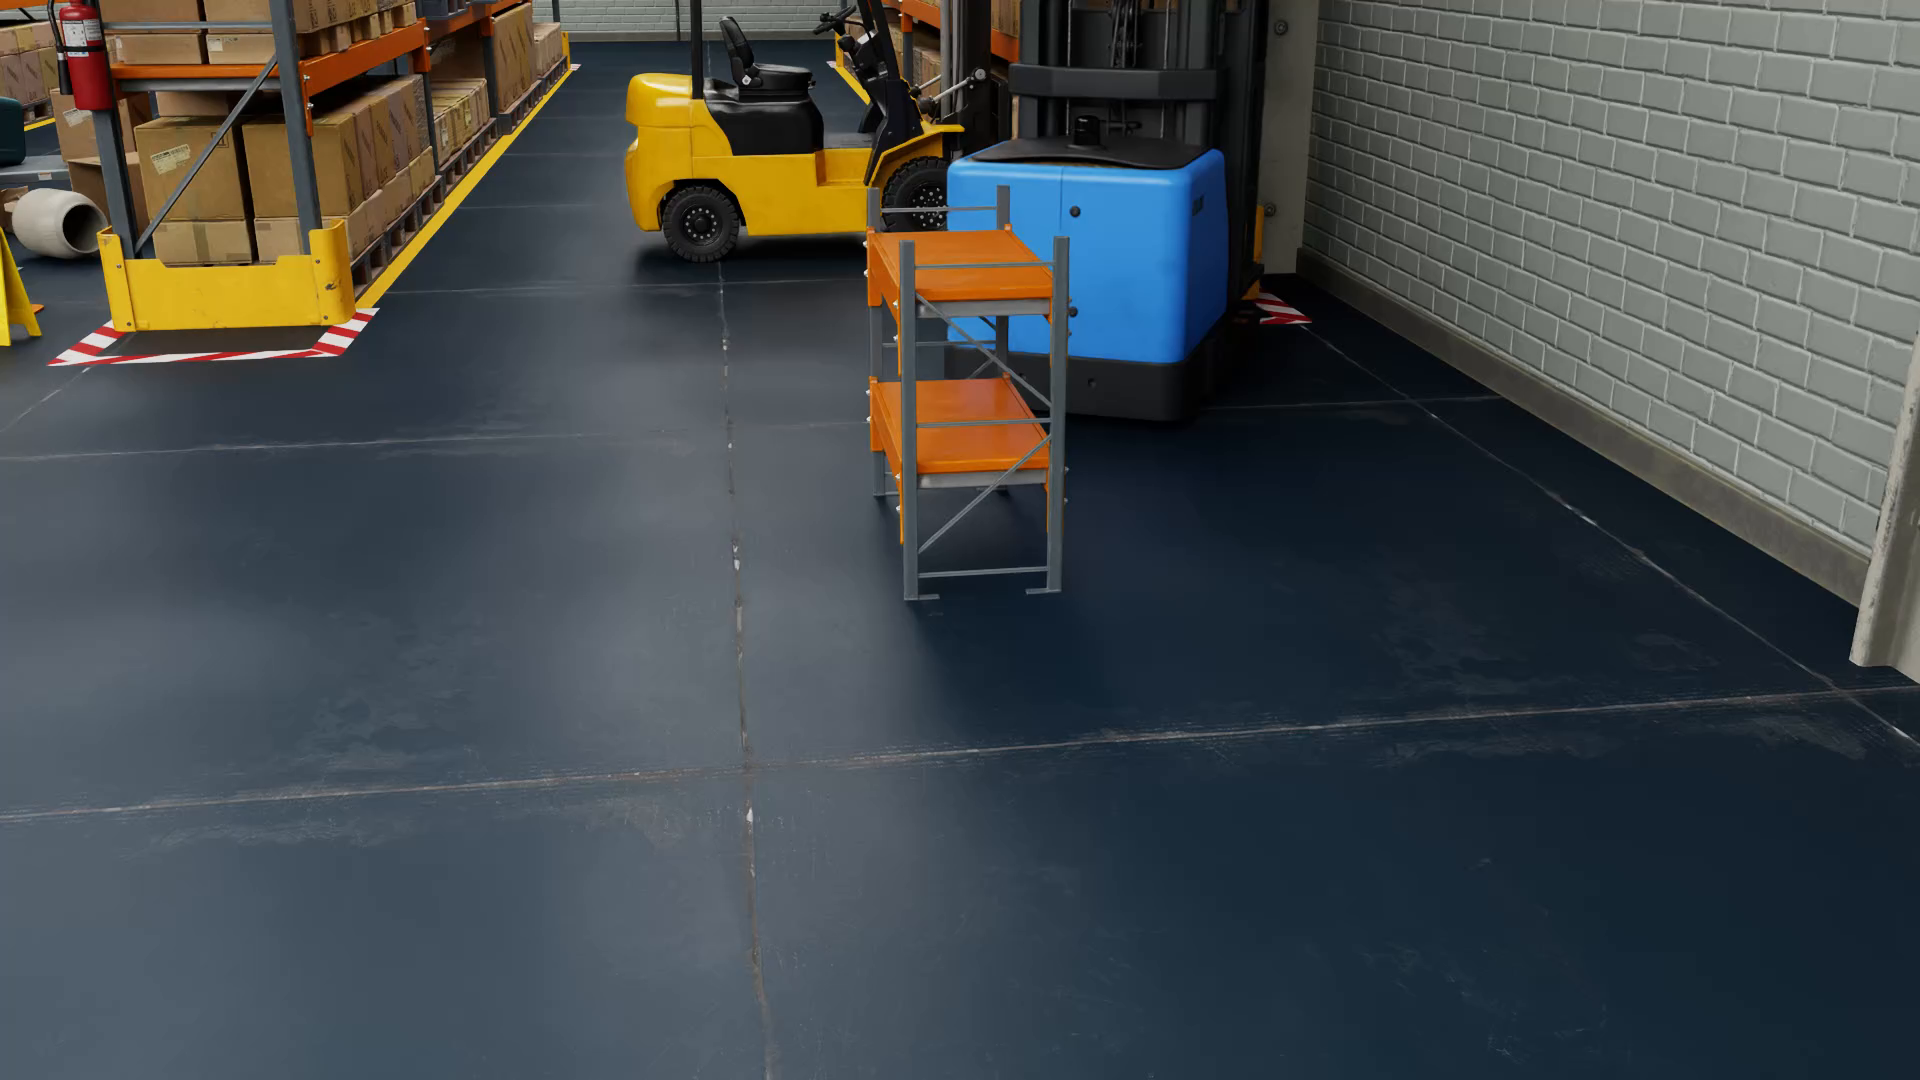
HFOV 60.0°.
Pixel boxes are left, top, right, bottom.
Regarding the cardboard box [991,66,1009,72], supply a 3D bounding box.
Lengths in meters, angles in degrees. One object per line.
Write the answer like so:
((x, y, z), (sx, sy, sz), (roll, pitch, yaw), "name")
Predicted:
((0.270, -3.372, 12.358), (0.500, 0.250, 0.500), (-3, 21, -9), "cardboard box")

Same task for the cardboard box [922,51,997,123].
((0.112, -4.205, 15.482), (0.875, 0.625, 0.625), (-2, 21, -6), "cardboard box")

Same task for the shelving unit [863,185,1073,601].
((-0.001, -0.529, 5.526), (0.538, 1.125, 1.048), (-3, 21, -8), "shelving unit")

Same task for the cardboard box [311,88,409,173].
((-3.900, -2.643, 10.763), (0.500, 0.500, 0.500), (-2, 21, -5), "cardboard box")

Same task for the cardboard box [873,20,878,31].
((-0.854, -6.140, 19.914), (0.380, 0.149, 0.250), (-2, 21, -5), "cardboard box")

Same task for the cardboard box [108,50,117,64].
((-10.406, -5.813, 20.043), (0.380, 0.149, 0.250), (-4, 21, -11), "cardboard box")

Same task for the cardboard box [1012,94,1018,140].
((0.550, -2.665, 10.465), (0.500, 0.250, 0.500), (-3, 21, -7), "cardboard box")

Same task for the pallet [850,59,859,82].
((-0.920, -6.303, 22.290), (1.003, 0.211, 1.213), (-3, 21, -8), "pallet")

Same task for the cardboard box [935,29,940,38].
((-0.072, -5.534, 18.292), (0.380, 0.149, 0.250), (-3, 21, -7), "cardboard box")

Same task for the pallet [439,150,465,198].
((-4.515, -2.890, 13.152), (1.003, 0.211, 1.213), (-3, 21, -8), "pallet")

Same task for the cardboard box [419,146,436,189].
((-4.050, -2.644, 11.838), (0.500, 0.250, 0.500), (-2, 21, -5), "cardboard box")

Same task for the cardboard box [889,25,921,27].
((-0.638, -5.777, 18.943), (0.380, 0.149, 0.250), (-3, 21, -8), "cardboard box")

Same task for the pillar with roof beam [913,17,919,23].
((-4.976, -11.905, 24.731), (9.100, 9.000, 0.400), (-3, 21, -8), "pillar with roof beam")

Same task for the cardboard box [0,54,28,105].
((-9.865, -4.662, 16.883), (0.500, 0.500, 0.500), (-3, 21, -9), "cardboard box")

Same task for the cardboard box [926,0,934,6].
((-0.022, -4.795, 14.482), (0.500, 0.250, 0.500), (-2, 21, -6), "cardboard box")

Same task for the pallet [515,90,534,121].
((-5.189, -4.704, 18.008), (1.003, 0.211, 1.213), (-3, 21, -8), "pallet")

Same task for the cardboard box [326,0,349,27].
((-3.696, -3.085, 9.121), (0.500, 0.500, 0.500), (-2, 21, -6), "cardboard box")

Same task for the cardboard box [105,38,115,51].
((-10.409, -5.954, 19.995), (0.380, 0.149, 0.250), (-3, 21, -9), "cardboard box")

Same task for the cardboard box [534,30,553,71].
((-5.668, -6.226, 21.160), (0.875, 0.438, 0.875), (-4, 21, -9), "cardboard box")

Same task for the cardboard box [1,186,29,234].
((-6.407, -2.256, 11.376), (0.396, 0.266, 0.258), (17, 27, 39), "cardboard box")

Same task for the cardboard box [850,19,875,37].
((-1.140, -6.844, 22.727), (0.700, 0.500, 0.500), (-2, 21, -6), "cardboard box")

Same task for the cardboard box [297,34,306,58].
((-3.719, -2.639, 8.853), (0.380, 0.149, 0.250), (-3, 21, -7), "cardboard box")

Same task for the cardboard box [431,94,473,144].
((-4.688, -3.563, 14.125), (0.950, 0.372, 0.625), (-2, 21, -6), "cardboard box")

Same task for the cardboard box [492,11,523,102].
((-5.119, -5.065, 17.428), (0.875, 0.875, 0.875), (-3, 21, -7), "cardboard box")

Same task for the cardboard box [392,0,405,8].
((-4.010, -3.794, 11.018), (0.500, 0.500, 0.500), (-2, 21, -6), "cardboard box")

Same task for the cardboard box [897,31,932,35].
((-0.482, -5.417, 17.979), (0.380, 0.149, 0.250), (-3, 21, -9), "cardboard box")

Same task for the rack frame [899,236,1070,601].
((0.072, -0.353, 5.054), (0.500, 1.125, 0.032), (-3, 21, -8), "rack frame")

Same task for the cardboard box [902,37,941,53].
((-0.388, -5.051, 16.998), (0.380, 0.149, 0.250), (-4, 21, -10), "cardboard box")

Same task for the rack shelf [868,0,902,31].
((-0.354, -5.919, 18.304), (1.077, 0.370, 4.000), (-3, 21, -8), "rack shelf")

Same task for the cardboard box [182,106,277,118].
((-4.276, -2.246, 9.702), (0.500, 0.500, 0.500), (-2, 21, -6), "cardboard box")

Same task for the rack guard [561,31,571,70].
((-6.134, -6.919, 23.526), (1.175, 0.500, 0.348), (-3, 21, -8), "rack guard")

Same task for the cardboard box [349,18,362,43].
((-3.845, -3.094, 10.072), (0.380, 0.149, 0.250), (-3, 21, -9), "cardboard box")

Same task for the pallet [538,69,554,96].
((-5.586, -5.657, 20.562), (1.003, 0.211, 1.213), (-3, 21, -8), "pallet")

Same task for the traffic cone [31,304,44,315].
((-5.163, -1.437, 8.903), (0.336, 0.463, 0.334), (-3, 21, -8), "traffic cone")

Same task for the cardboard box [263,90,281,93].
((-4.507, -2.955, 10.673), (0.380, 0.149, 0.250), (-2, 21, -5), "cardboard box")

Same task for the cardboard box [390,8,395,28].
((-4.050, -3.533, 11.247), (0.380, 0.149, 0.250), (-3, 21, -7), "cardboard box")

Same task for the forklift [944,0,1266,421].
((0.882, -2.342, 7.797), (1.130, 2.935, 3.031), (7, 21, 17), "forklift")

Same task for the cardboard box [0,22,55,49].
((-10.019, -5.365, 17.695), (0.500, 0.250, 0.500), (-2, 21, -5), "cardboard box")

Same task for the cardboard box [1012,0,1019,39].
((0.616, -3.355, 10.269), (0.500, 0.500, 0.500), (-3, 21, -9), "cardboard box")

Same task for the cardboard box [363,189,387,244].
((-3.733, -1.921, 9.901), (0.500, 0.250, 0.500), (-2, 21, -6), "cardboard box")

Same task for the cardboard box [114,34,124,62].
((-4.236, -2.625, 8.816), (0.380, 0.149, 0.250), (-3, 21, -8), "cardboard box")

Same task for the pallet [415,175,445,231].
((-4.269, -2.390, 11.813), (1.003, 0.211, 1.213), (-3, 21, -8), "pallet")

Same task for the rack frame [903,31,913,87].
((-0.066, -5.563, 16.324), (1.000, 3.000, 0.127), (-3, 21, -8), "rack frame")

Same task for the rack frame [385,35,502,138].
((-4.977, -5.312, 15.651), (1.000, 3.000, 0.127), (-3, 21, -8), "rack frame")

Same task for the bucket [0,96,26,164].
((-6.984, -2.890, 11.672), (0.726, 0.611, 0.620), (4, 11, 11), "bucket")

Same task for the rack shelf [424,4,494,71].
((-4.689, -4.282, 13.922), (1.077, 0.370, 4.000), (-3, 21, -8), "rack shelf")
